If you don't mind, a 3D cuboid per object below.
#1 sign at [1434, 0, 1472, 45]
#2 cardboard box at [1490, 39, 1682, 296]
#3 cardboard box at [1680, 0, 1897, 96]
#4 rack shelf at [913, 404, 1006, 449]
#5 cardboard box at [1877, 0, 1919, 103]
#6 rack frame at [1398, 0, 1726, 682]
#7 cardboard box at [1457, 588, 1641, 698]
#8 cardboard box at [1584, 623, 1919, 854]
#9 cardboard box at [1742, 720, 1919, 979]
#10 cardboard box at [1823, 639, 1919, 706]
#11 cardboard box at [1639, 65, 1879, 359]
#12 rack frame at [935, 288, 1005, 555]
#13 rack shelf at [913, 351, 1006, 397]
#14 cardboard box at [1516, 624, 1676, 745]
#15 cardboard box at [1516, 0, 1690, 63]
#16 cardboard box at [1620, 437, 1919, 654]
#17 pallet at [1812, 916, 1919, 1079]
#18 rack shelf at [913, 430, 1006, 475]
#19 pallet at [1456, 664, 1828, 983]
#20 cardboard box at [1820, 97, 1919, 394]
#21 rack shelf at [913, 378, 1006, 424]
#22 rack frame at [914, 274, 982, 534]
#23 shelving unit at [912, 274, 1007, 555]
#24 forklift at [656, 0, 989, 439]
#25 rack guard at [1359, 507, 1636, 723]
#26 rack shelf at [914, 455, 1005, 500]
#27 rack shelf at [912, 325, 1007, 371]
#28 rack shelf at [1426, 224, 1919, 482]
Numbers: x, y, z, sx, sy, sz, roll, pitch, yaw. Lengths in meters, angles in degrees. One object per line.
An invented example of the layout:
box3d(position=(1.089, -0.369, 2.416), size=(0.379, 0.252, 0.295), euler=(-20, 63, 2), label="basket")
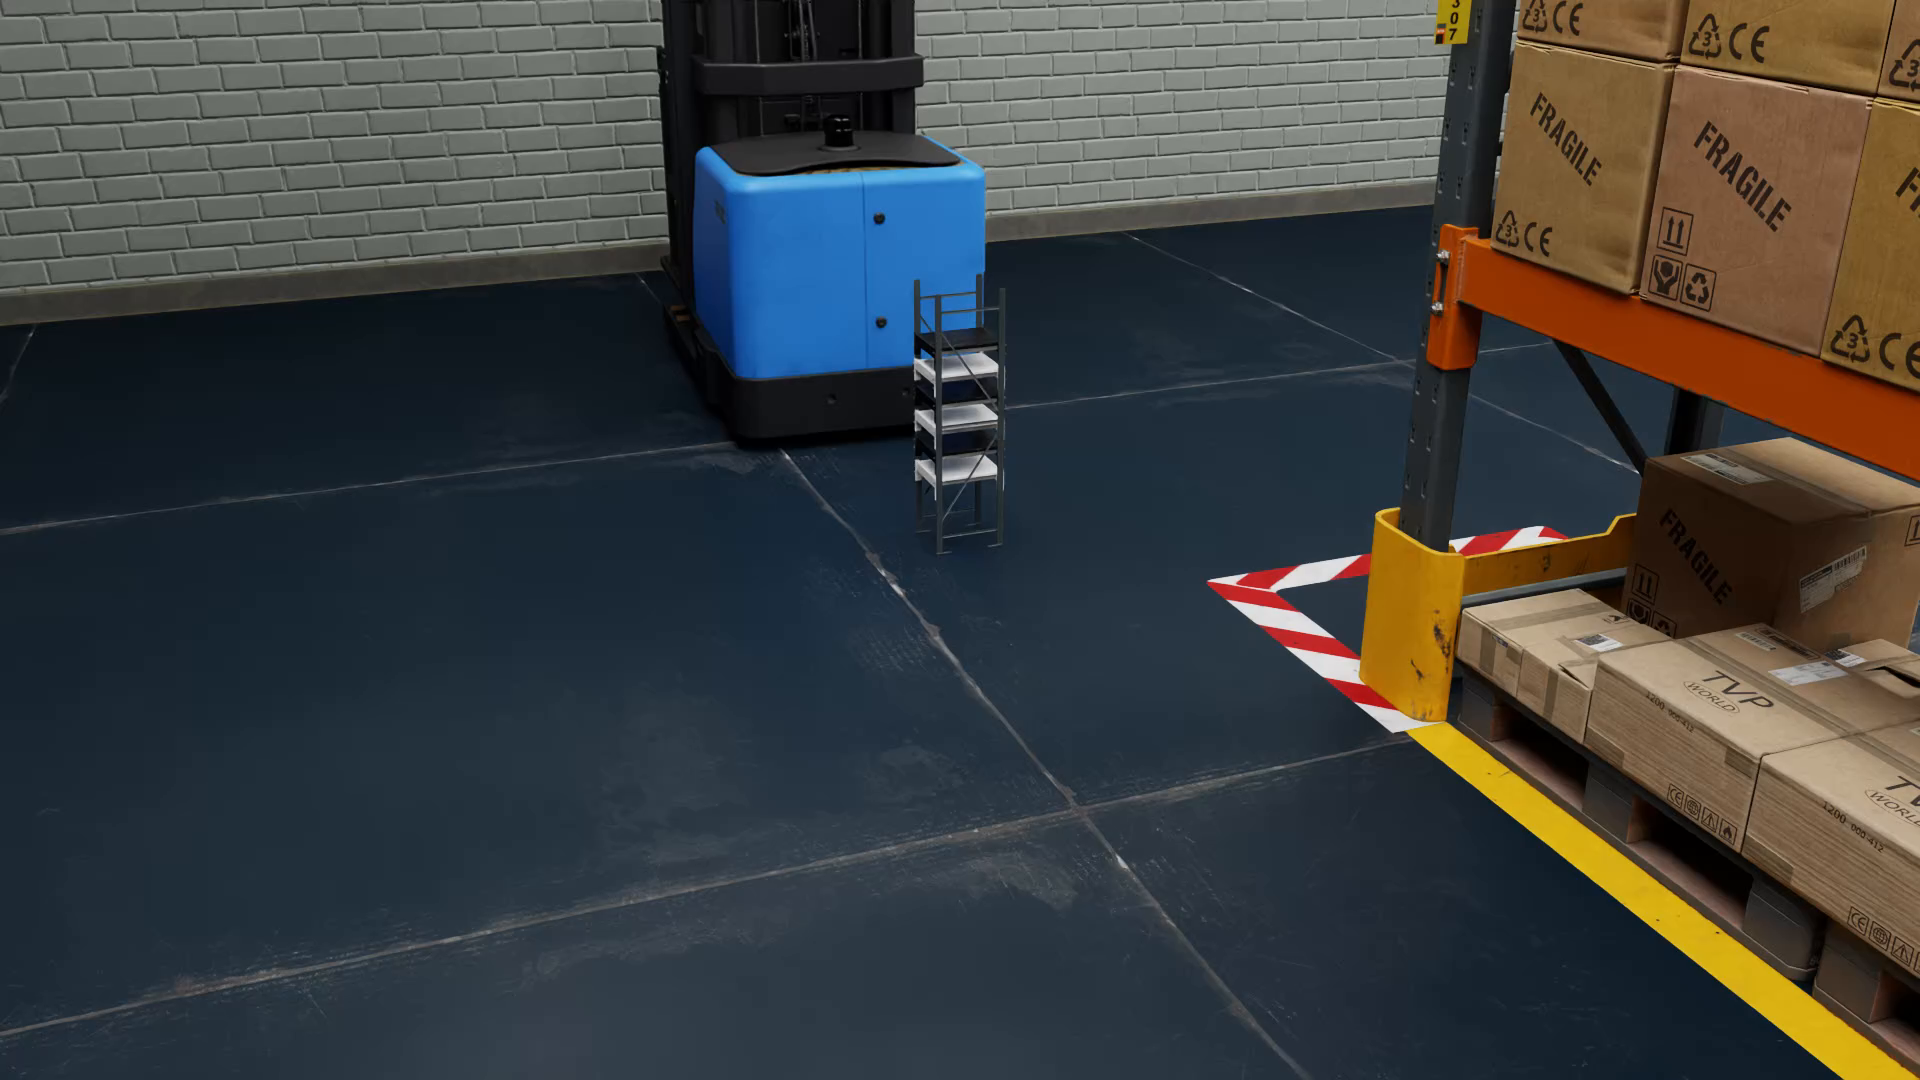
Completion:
box3d(position=(1.207, -1.368, 4.020), size=(0.100, 0.325, 0.005), euler=(-8, 24, -19), label="sign")
box3d(position=(1.625, -0.893, 3.877), size=(0.500, 0.500, 0.500), euler=(-8, 24, -18), label="cardboard box")
box3d(position=(1.817, -1.164, 3.235), size=(0.500, 0.500, 0.500), euler=(-8, 24, -18), label="cardboard box")
box3d(position=(-0.003, -0.387, 5.595), size=(0.258, 0.077, 0.200), euler=(-8, 24, -19), label="rack shelf")
box3d(position=(1.989, -0.982, 2.802), size=(0.500, 0.500, 0.500), euler=(-8, 24, -18), label="cardboard box")
box3d(position=(1.715, -1.044, 4.365), size=(1.000, 3.000, 0.127), euler=(-8, 24, -19), label="rack frame")
box3d(position=(1.541, 0.266, 4.360), size=(0.380, 0.149, 0.250), euler=(-8, 24, -19), label="cardboard box")
box3d(position=(1.818, 0.439, 3.821), size=(0.500, 0.250, 0.500), euler=(-8, 24, -19), label="cardboard box")
box3d(position=(1.995, 0.620, 3.390), size=(0.500, 0.250, 0.500), euler=(-8, 24, -19), label="cardboard box")
box3d(position=(2.196, 0.382, 4.063), size=(0.380, 0.166, 0.250), euler=(-8, 24, -19), label="cardboard box")
box3d(position=(1.812, -0.706, 3.434), size=(0.500, 0.500, 0.500), euler=(-9, 24, -20), label="cardboard box")
box3d(position=(0.033, -0.381, 5.495), size=(0.240, 0.900, 0.006), euler=(-8, 24, -19), label="rack frame")
box3d(position=(-0.003, -0.553, 5.525), size=(0.258, 0.077, 0.200), euler=(-8, 24, -19), label="rack shelf")
box3d(position=(1.630, 0.349, 4.141), size=(0.380, 0.166, 0.250), euler=(-8, 24, -19), label="cardboard box")
box3d(position=(1.625, -1.353, 3.683), size=(0.500, 0.500, 0.500), euler=(-8, 24, -17), label="cardboard box")
box3d(position=(2.137, 0.069, 4.376), size=(0.500, 0.500, 0.500), euler=(-8, 24, -19), label="cardboard box")
box3d(position=(2.452, 1.001, 3.104), size=(1.003, 0.211, 1.213), euler=(-8, 24, -19), label="pallet")
box3d(position=(-0.003, -0.304, 5.630), size=(0.258, 0.077, 0.200), euler=(-8, 24, -19), label="rack shelf")
box3d(position=(2.024, 0.558, 4.154), size=(1.003, 0.211, 1.213), euler=(-8, 24, -19), label="pallet")
box3d(position=(1.987, -0.523, 3.000), size=(0.500, 0.500, 0.500), euler=(-8, 24, -19), label="cardboard box")
box3d(position=(-0.003, -0.470, 5.560), size=(0.258, 0.077, 0.200), euler=(-8, 24, -19), label="rack shelf")
box3d(position=(-0.039, -0.455, 5.670), size=(0.240, 0.900, 0.006), euler=(-8, 24, -19), label="rack frame")
box3d(position=(-0.003, -0.418, 5.582), size=(0.258, 0.900, 0.210), euler=(-8, 24, -19), label="shelving unit")
box3d(position=(-0.807, -2.292, 7.414), size=(1.130, 2.935, 3.031), euler=(-7, 24, -16), label="forklift")
box3d(position=(1.742, 0.136, 4.785), size=(1.175, 0.500, 0.348), euler=(-8, 24, -19), label="rack guard")
box3d(position=(-0.003, -0.221, 5.665), size=(0.258, 0.077, 0.200), euler=(-8, 24, -19), label="rack shelf")
box3d(position=(-0.003, -0.636, 5.490), size=(0.258, 0.077, 0.200), euler=(-8, 24, -19), label="rack shelf")
box3d(position=(2.421, 0.014, 2.780), size=(1.077, 0.370, 4.000), euler=(-8, 24, -19), label="rack shelf")
